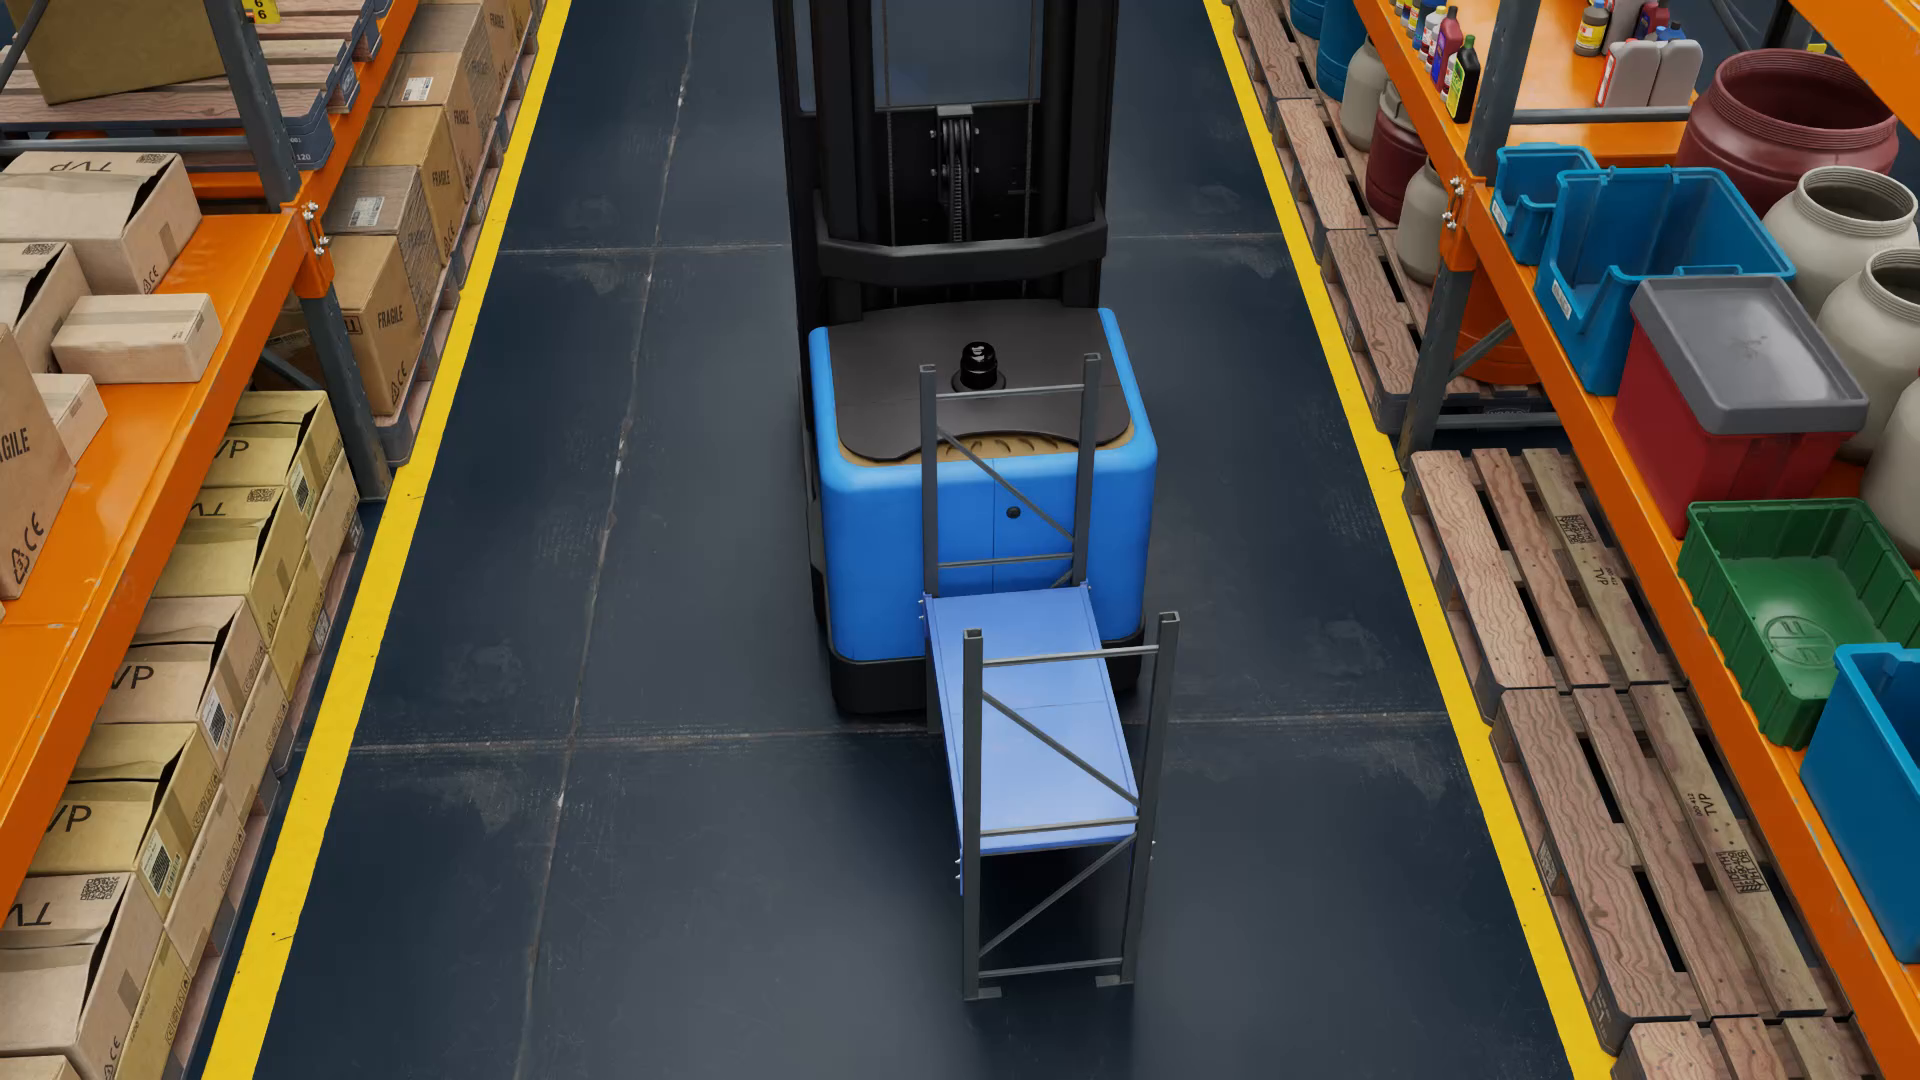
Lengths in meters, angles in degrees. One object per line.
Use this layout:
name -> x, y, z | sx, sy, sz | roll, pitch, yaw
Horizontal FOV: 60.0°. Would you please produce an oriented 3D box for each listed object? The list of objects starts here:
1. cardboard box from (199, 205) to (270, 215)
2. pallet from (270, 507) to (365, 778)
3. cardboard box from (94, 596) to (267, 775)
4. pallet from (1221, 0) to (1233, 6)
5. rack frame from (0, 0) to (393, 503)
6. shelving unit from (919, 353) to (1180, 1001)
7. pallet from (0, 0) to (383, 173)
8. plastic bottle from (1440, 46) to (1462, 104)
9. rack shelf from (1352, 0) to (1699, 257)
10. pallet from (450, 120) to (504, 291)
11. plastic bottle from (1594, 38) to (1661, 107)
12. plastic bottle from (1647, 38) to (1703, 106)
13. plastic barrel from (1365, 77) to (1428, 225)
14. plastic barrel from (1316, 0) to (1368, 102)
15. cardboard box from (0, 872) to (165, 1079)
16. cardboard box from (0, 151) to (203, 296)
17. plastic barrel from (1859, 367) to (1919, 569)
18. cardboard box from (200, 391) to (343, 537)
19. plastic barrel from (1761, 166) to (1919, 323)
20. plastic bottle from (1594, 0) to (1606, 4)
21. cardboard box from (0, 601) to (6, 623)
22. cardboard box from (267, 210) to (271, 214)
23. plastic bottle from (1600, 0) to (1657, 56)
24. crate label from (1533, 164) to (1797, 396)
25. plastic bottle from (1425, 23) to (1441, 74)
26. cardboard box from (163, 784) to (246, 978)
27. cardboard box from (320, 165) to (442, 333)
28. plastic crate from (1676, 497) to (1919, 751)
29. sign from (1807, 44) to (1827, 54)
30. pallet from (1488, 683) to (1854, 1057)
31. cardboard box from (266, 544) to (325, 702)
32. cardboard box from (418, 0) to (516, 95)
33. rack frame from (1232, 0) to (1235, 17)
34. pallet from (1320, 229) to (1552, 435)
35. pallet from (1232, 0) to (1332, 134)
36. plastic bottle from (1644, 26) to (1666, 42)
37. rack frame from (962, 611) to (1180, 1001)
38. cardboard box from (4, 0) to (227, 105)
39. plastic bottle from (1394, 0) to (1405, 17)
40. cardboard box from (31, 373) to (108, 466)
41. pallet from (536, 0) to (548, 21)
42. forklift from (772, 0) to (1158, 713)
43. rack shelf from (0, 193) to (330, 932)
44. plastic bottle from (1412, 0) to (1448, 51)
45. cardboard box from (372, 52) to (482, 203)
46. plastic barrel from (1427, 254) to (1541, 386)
cardboard box -> -2.993, -1.460, 6.592 | 0.500, 0.250, 0.500 | 0, 43, 0
pallet -> -2.717, 0.305, 5.761 | 1.003, 0.211, 1.213 | -2, 43, -2
cardboard box -> -2.397, 0.410, 4.892 | 0.500, 0.311, 0.500 | -2, 43, -2
pallet -> 1.997, -3.587, 10.008 | 1.003, 0.211, 1.213 | -2, 43, -2
rack frame -> -2.712, -1.280, 5.427 | 1.000, 3.000, 0.127 | -2, 43, -2
shelving unit -> 0.198, 0.407, 4.696 | 0.538, 1.500, 1.048 | -5, 43, -5
pallet -> -2.811, -1.665, 5.988 | 1.213, 0.211, 1.003 | -2, 43, -2
plastic bottle -> 1.806, -1.686, 6.016 | 0.097, 0.201, 0.097 | 0, 43, 0
rack shelf -> 2.152, -2.505, 7.295 | 1.077, 0.370, 4.000 | -2, 43, -2
pallet -> -2.755, -1.579, 7.816 | 1.003, 0.211, 1.213 | -2, 43, -2
plastic bottle -> 2.389, -1.671, 5.945 | 0.152, 0.276, 0.135 | -2, 43, -2
plastic bottle -> 2.541, -1.675, 5.950 | 0.152, 0.276, 0.135 | -2, 43, -2
plastic barrel -> 2.151, -1.778, 7.443 | 0.600, 0.588, 0.708 | -2, 43, -2
plastic barrel -> 2.103, -2.656, 8.169 | 0.600, 0.901, 0.708 | -2, 43, -2
cardboard box -> -2.351, 1.099, 4.140 | 0.500, 0.311, 0.500 | -3, 43, -3
cardboard box -> -2.741, -1.000, 5.187 | 0.500, 0.311, 0.500 | 1, 43, 1
plastic barrel -> 2.535, -0.209, 4.157 | 0.433, 0.535, 0.433 | 0, 43, 0
cardboard box -> -2.444, -0.281, 5.646 | 0.500, 0.311, 0.500 | -1, 43, -1
plastic barrel -> 2.494, -0.773, 4.790 | 0.421, 0.512, 0.421 | 0, 43, 0
plastic bottle -> 2.483, -2.063, 6.376 | 0.097, 0.271, 0.097 | 0, 43, 0
cardboard box -> -2.603, 0.171, 3.770 | 0.500, 0.500, 0.500 | -2, 43, -2
cardboard box -> -2.987, -1.145, 6.804 | 0.500, 0.500, 0.500 | 0, 43, 0
plastic bottle -> 2.521, -1.988, 6.290 | 0.152, 0.276, 0.135 | -2, 43, -2
crate label -> 2.009, -0.754, 4.827 | 0.502, 0.435, 0.616 | -2, 43, -2
plastic bottle -> 1.797, -1.841, 6.186 | 0.097, 0.201, 0.097 | 0, 43, 0
cardboard box -> -2.378, 0.962, 4.705 | 0.500, 0.250, 0.500 | -1, 43, -1
cardboard box -> -2.474, -1.190, 6.852 | 0.500, 0.500, 0.500 | -3, 43, -3
plastic crate -> 2.050, 0.191, 3.978 | 0.450, 0.188, 0.662 | -2, 43, -2
sign -> 2.786, -1.500, 5.546 | 0.100, 0.325, 0.005 | -2, 43, -2
pallet -> 2.279, 0.954, 5.053 | 1.003, 0.211, 1.213 | -2, 43, -2
cardboard box -> -2.421, 0.275, 5.454 | 0.500, 0.250, 0.500 | -2, 43, -2
cardboard box -> -2.562, -2.562, 8.350 | 0.500, 0.500, 0.500 | -2, 43, -2
rack frame -> 2.067, -4.120, 8.525 | 1.000, 3.000, 0.127 | -2, 43, -2
pallet -> 2.161, -0.923, 7.100 | 1.003, 0.211, 1.213 | -2, 43, -2
pallet -> 2.058, -2.570, 8.898 | 1.003, 0.211, 1.213 | -2, 43, -2
plastic bottle -> 2.559, -1.793, 6.133 | 0.097, 0.201, 0.097 | 0, 43, 0
rack frame -> 0.257, 0.748, 4.324 | 0.500, 1.500, 0.032 | -5, 43, -5
cardboard box -> -2.852, -1.894, 5.711 | 0.700, 0.500, 0.500 | -15, 45, -16
plastic bottle -> 1.776, -2.170, 6.545 | 0.097, 0.201, 0.097 | 0, 43, 0
cardboard box -> -2.602, -0.328, 4.574 | 0.380, 0.149, 0.250 | 1, 43, 1
pallet -> -2.911, -3.416, 9.821 | 1.003, 0.211, 1.213 | -2, 43, -2
forklift -> -0.074, -1.502, 5.719 | 1.130, 2.935, 3.031 | -5, 43, -5
rack shelf -> -2.628, 0.335, 4.197 | 1.077, 0.370, 4.000 | -2, 43, -2
plastic bottle -> 1.788, -1.999, 6.306 | 0.097, 0.271, 0.097 | 0, 43, 0
cardboard box -> -2.518, -1.880, 7.606 | 0.500, 0.500, 0.500 | -3, 43, -3
plastic barrel -> 2.199, -1.104, 6.530 | 0.600, 0.830, 0.708 | -2, 43, -2
